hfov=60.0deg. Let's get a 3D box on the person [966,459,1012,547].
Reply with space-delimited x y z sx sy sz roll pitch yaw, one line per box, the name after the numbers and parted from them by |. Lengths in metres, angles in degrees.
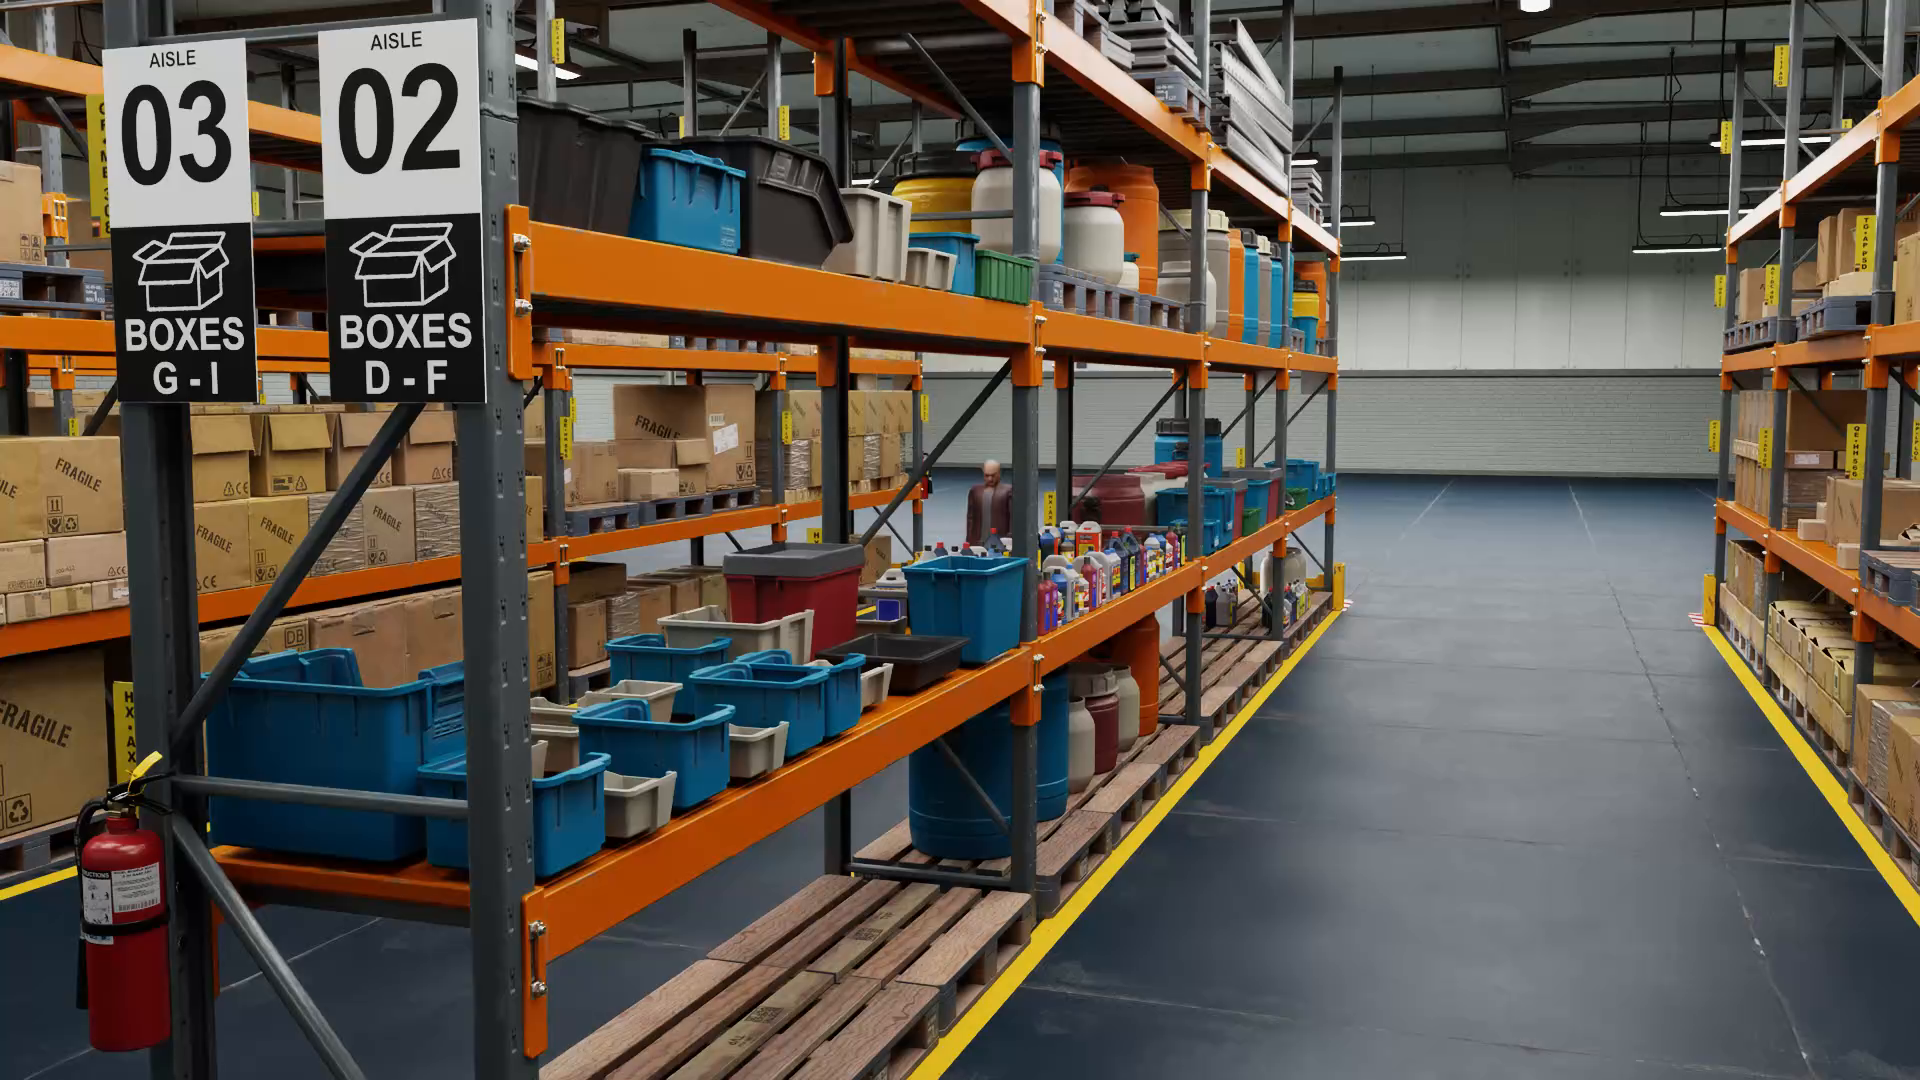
0.320 0.065 16.815 0.567 1.768 0.378 2 5 20 | person
